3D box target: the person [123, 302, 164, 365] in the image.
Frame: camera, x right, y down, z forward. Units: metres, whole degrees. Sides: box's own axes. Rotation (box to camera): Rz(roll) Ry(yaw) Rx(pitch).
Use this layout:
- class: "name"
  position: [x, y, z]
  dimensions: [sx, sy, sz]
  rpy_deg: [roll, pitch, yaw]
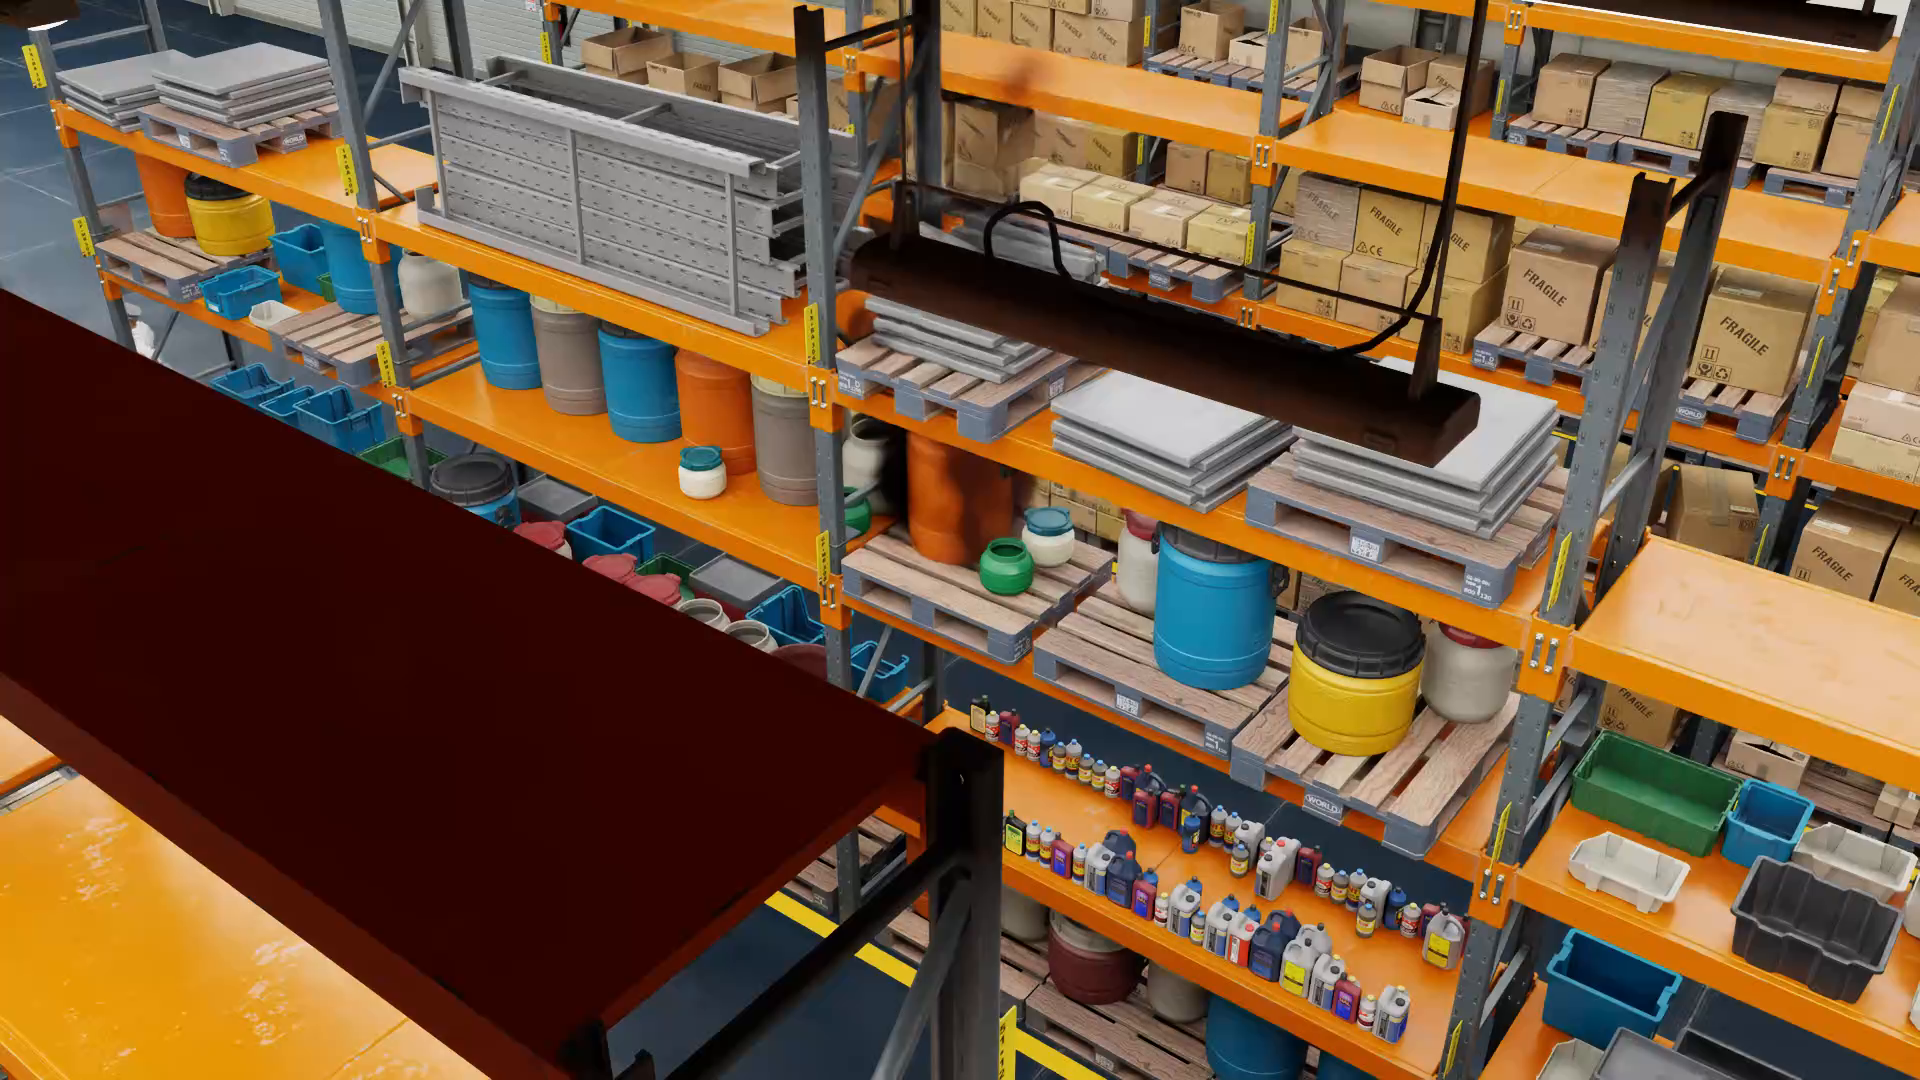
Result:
- class: "person"
  position: [-7.821, -1.474, 16.050]
  dimensions: [0.731, 1.816, 0.740]
  rpy_deg: [-5, 32, -8]
